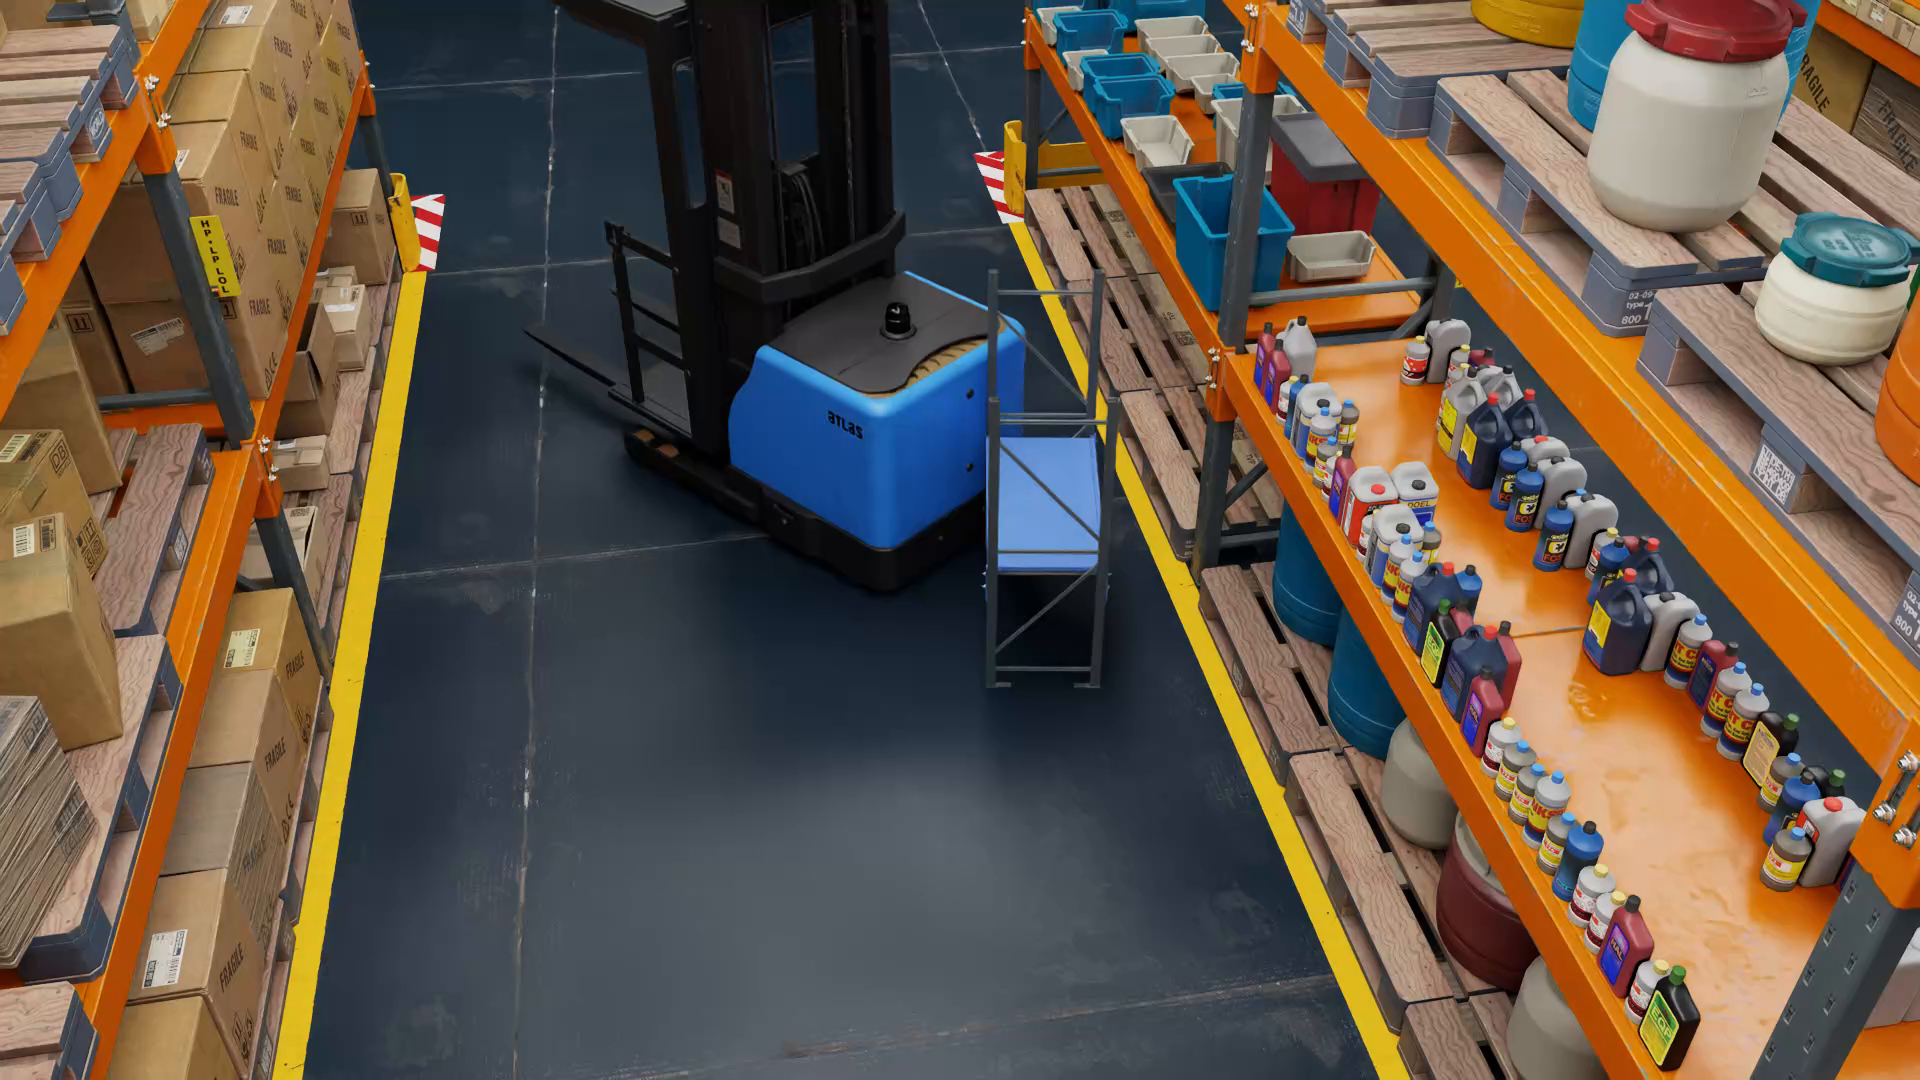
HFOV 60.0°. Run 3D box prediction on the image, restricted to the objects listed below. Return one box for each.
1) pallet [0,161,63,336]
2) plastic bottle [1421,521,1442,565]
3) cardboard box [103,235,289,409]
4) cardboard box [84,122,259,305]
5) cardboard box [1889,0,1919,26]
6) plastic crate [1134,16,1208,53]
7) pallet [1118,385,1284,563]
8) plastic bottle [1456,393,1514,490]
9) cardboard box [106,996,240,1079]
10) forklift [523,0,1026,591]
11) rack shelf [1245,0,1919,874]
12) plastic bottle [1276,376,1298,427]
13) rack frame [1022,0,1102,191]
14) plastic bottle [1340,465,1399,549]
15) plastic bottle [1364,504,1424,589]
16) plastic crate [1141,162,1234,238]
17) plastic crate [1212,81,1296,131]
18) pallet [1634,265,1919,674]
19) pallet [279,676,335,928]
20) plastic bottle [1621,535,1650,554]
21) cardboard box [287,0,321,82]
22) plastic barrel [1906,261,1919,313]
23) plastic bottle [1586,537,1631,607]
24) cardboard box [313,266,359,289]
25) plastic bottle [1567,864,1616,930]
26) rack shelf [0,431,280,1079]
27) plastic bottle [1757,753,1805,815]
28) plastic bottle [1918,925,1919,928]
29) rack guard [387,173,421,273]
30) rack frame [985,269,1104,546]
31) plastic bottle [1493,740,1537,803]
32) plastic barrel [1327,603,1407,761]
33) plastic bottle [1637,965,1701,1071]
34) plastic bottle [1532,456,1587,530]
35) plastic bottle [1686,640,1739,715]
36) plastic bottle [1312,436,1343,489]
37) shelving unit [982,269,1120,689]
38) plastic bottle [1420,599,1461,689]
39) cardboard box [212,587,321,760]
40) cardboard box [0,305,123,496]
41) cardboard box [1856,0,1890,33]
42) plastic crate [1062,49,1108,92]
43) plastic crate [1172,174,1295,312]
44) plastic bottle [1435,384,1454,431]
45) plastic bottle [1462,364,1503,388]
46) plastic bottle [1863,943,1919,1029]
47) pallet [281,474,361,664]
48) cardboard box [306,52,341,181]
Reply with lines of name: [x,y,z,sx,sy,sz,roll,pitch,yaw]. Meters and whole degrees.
pallet: [-3.043,-0.601,4.187,1.213,0.211,1.003,-6,38,-8]
plastic bottle: [1.633,0.025,5.835,0.097,0.201,0.097,0,38,0]
cardboard box: [-3.095,-0.895,6.775,0.500,0.500,0.500,-5,38,-7]
cardboard box: [-3.079,-1.267,6.440,0.500,0.500,0.500,-5,38,-7]
cardboard box: [5.779,-3.120,9.600,0.500,0.250,0.500,-7,38,-9]
plastic crate: [1.224,-2.911,9.618,0.396,0.136,0.243,-6,38,-8]
pallet: [1.437,-0.387,8.477,1.003,0.211,1.213,-6,38,-8]
plastic bottle: [1.978,-0.382,6.237,0.144,0.351,0.185,-6,38,-8]
cardboard box: [-2.551,1.786,5.084,0.500,0.500,0.500,-7,38,-9]
forklift: [-1.108,-1.700,7.949,3.031,2.935,1.130,29,46,32]
rack shelf: [1.955,-0.741,4.800,1.077,0.370,4.000,-6,38,-8]
plastic bottle: [1.310,-0.555,6.581,0.097,0.201,0.097,0,38,0]
rack frame: [0.903,-3.465,10.165,1.000,3.000,0.127,-6,38,-8]
plastic bottle: [1.472,-0.120,5.960,0.152,0.276,0.135,-6,38,-8]
plastic bottle: [1.513,0.020,5.780,0.152,0.276,0.135,-6,38,-8]
plastic crate: [1.143,-1.611,7.954,0.437,0.125,0.590,-6,38,-8]
plastic crate: [1.515,-2.209,8.636,0.416,0.233,0.300,-6,38,-8]
pallet: [2.267,-0.215,3.691,1.003,0.211,1.213,-6,38,-8]
pallet: [-3.094,1.070,6.600,1.003,0.211,1.213,-6,38,-8]
plastic bottle: [2.293,0.082,5.694,0.061,0.283,0.133,-6,38,-8]
cardboard box: [-3.441,-2.512,8.041,0.500,0.500,0.500,-5,38,-7]
plastic barrel: [2.346,-0.586,3.799,0.294,0.245,0.294,0,38,0]
plastic bottle: [2.219,0.106,5.673,0.097,0.271,0.097,0,38,0]
cardboard box: [-3.654,-1.433,9.500,0.380,0.166,0.250,-6,38,-8]
plastic bottle: [1.754,0.978,4.609,0.097,0.201,0.097,0,38,0]
rack shelf: [-2.923,0.974,5.038,1.077,0.370,4.000,-6,38,-8]
plastic bottle: [2.450,0.717,4.944,0.097,0.201,0.097,0,38,0]
plastic bottle: [2.554,1.049,4.459,0.097,0.271,0.097,0,38,0]
rack guard: [-3.961,-1.901,10.190,1.175,0.500,0.348,-6,38,-8]
rack frame: [0.374,-0.572,7.664,0.500,1.500,0.032,0,38,0]
plastic bottle: [1.669,0.684,4.987,0.097,0.201,0.097,0,38,0]
plastic barrel: [1.807,0.372,6.594,0.600,0.901,0.708,-6,38,-8]
plastic bottle: [1.814,1.215,4.236,0.061,0.283,0.133,-6,38,-8]
plastic bottle: [2.167,-0.190,6.050,0.152,0.276,0.135,-6,38,-8]
plastic bottle: [2.390,0.414,5.267,0.061,0.283,0.133,-6,38,-8]
plastic bottle: [1.385,-0.297,6.249,0.097,0.201,0.097,0,38,0]
shelving unit: [0.369,-0.260,7.262,0.538,1.500,1.048,0,38,0]
plastic bottle: [1.558,0.332,5.372,0.061,0.283,0.133,-6,38,-8]
cardboard box: [-2.905,0.562,6.660,0.500,0.500,0.500,-6,38,-8]
cardboard box: [-3.411,-0.413,5.813,0.700,0.500,0.500,-19,42,-23]
cardboard box: [5.655,-3.181,10.005,0.380,0.149,0.250,-7,38,-9]
plastic crate: [0.715,-2.587,9.201,0.250,0.136,0.298,-6,38,-8]
plastic crate: [1.186,-1.311,7.357,0.392,0.384,0.575,-6,38,-8]
plastic bottle: [1.936,-0.522,6.538,0.097,0.201,0.097,0,38,0]
plastic bottle: [2.055,-0.576,6.547,0.152,0.276,0.135,-6,38,-8]
plastic bottle: [2.398,1.137,4.343,0.152,0.276,0.135,-6,38,-8]
pallet: [-3.393,0.168,7.762,1.003,0.211,1.213,-6,38,-8]
cardboard box: [-3.452,-2.117,8.349,0.500,0.500,0.500,-6,38,-8]
